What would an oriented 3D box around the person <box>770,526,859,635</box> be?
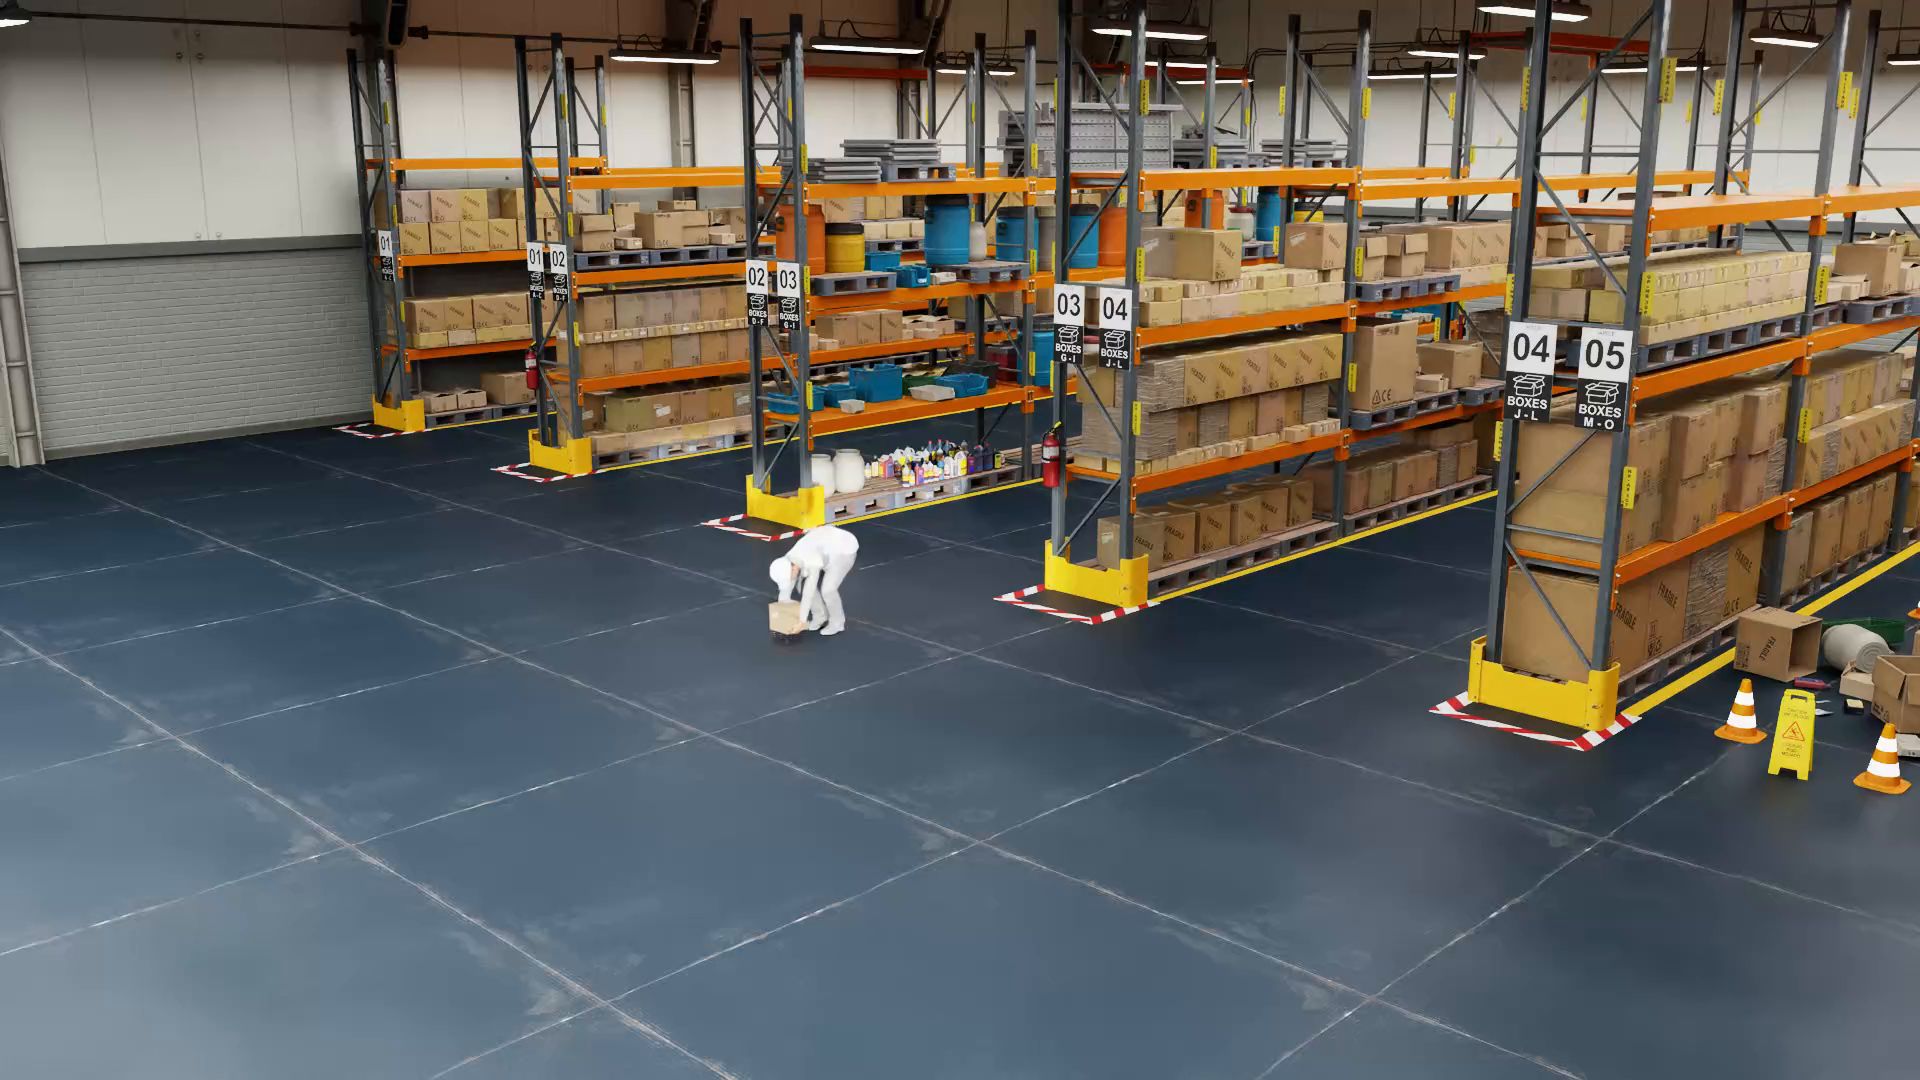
[{"bbox_3d":[-1.406,0.408,15.864,0.482,1.013,0.999,12,18,40],"label":"person"}]
